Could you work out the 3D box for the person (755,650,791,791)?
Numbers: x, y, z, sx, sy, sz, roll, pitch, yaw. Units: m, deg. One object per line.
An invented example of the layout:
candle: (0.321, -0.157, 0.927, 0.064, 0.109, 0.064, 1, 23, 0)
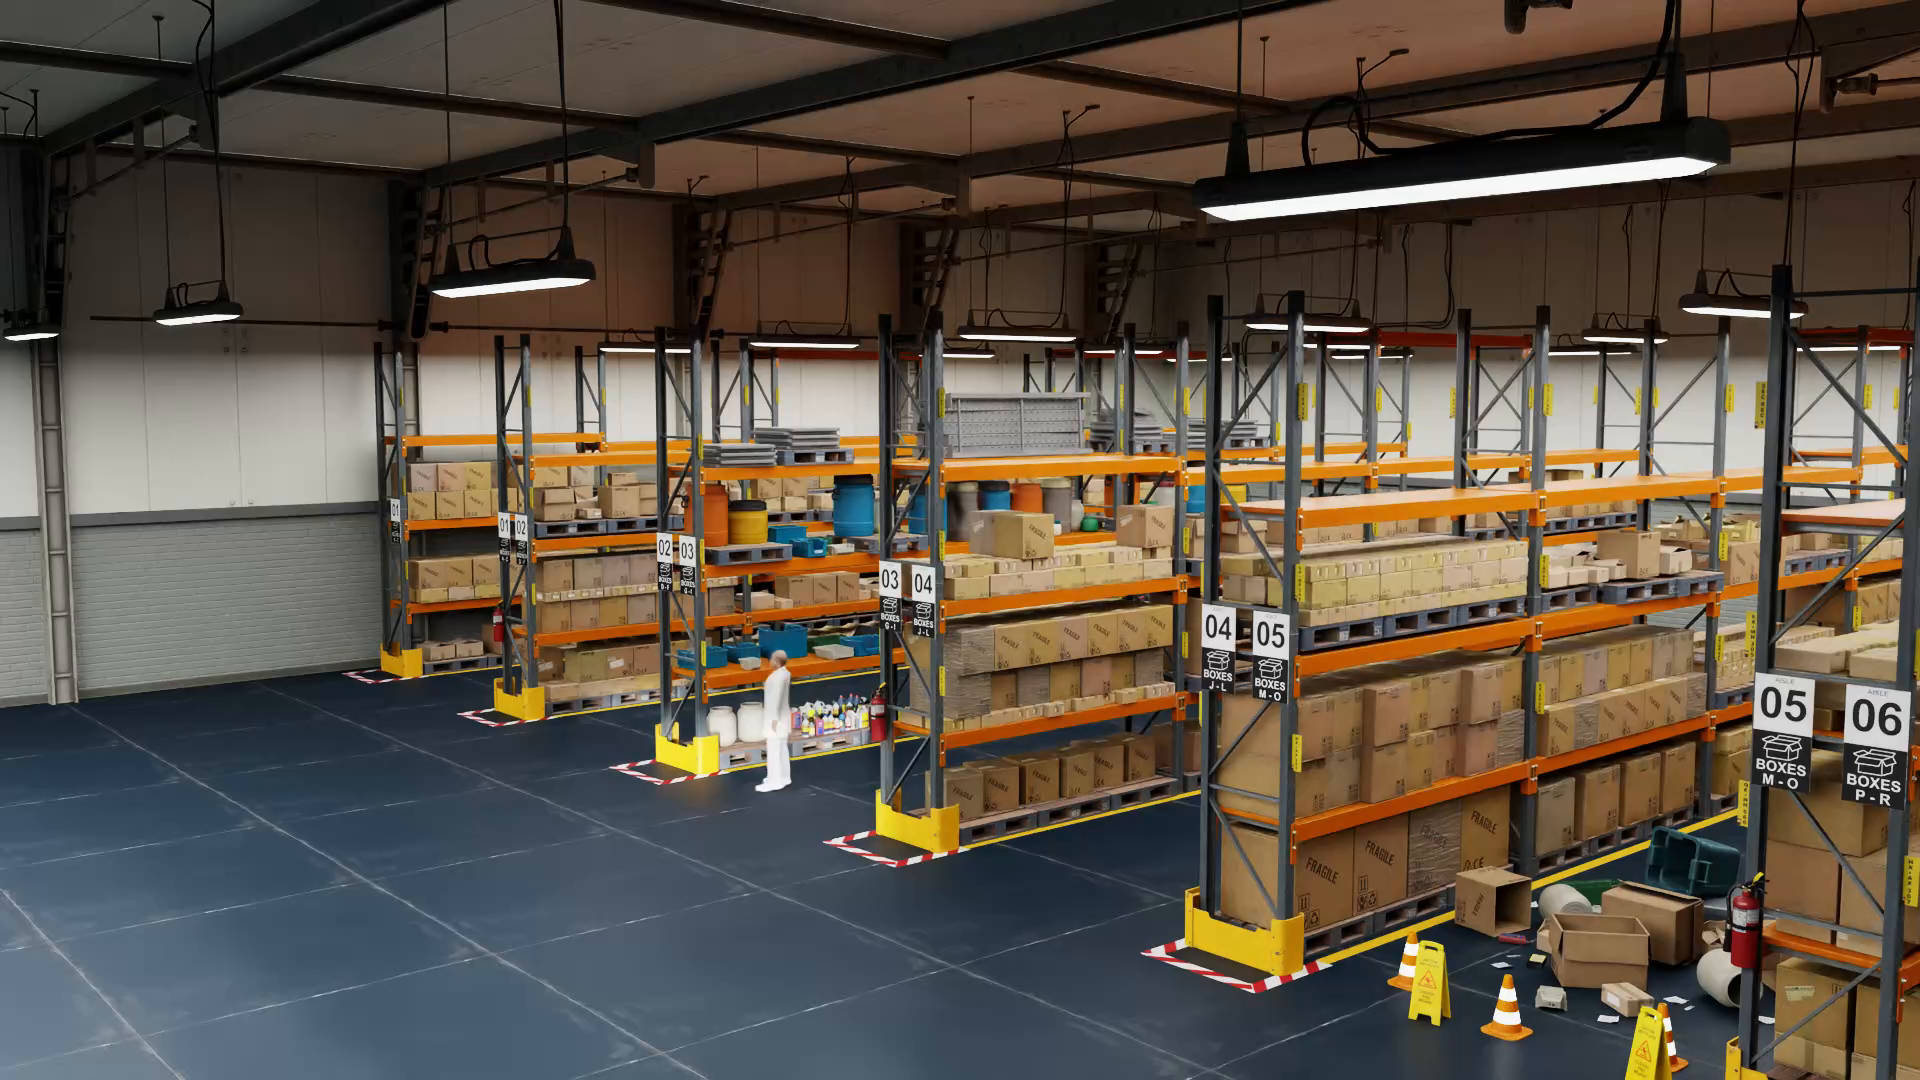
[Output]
person: (-2.413, 2.322, 21.543, 0.412, 1.804, 0.617, 1, 5, 9)
